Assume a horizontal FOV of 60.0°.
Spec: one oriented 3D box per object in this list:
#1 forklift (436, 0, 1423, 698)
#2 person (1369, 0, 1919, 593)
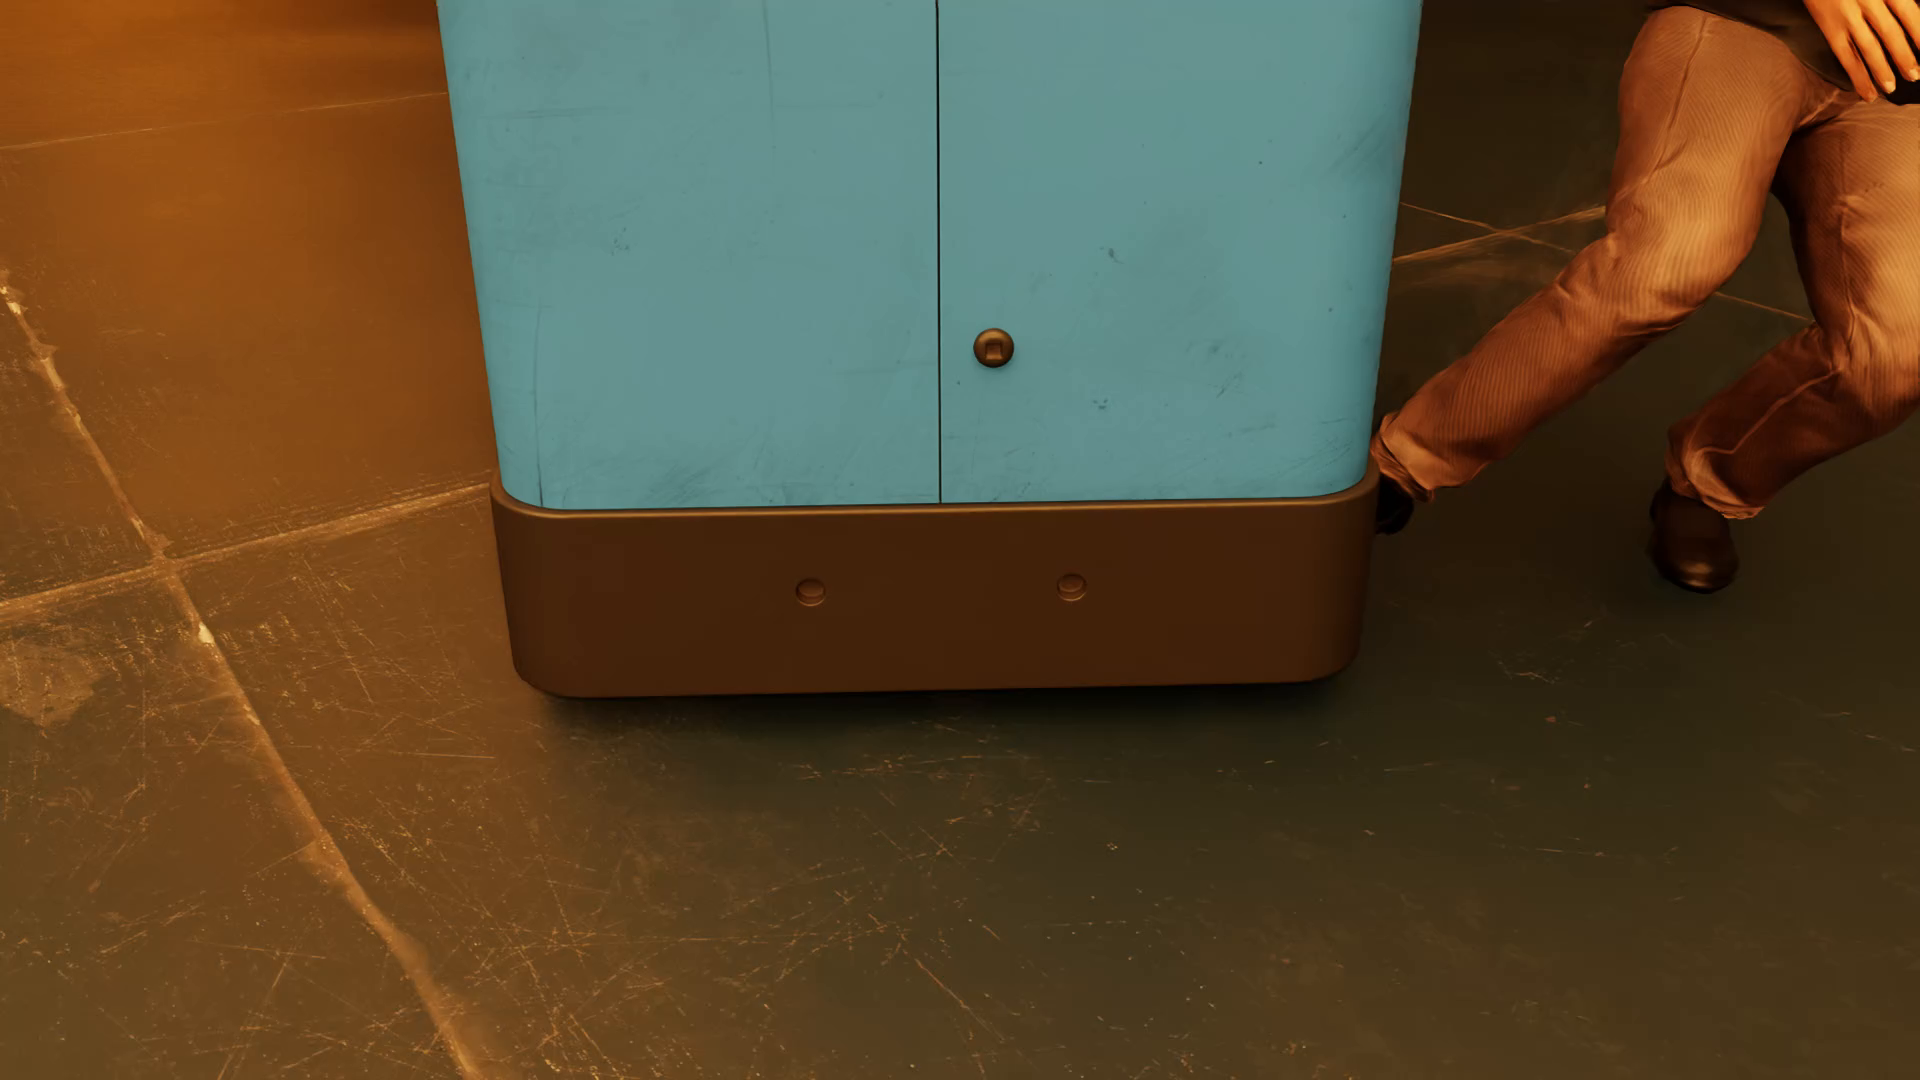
[{"bbox_3d":[-0.083,-1.744,2.709,1.130,2.935,3.031,-1,27,-2],"label":"forklift"},{"bbox_3d":[1.082,-0.560,2.008,1.405,1.483,0.838,-5,27,-10],"label":"person"}]
